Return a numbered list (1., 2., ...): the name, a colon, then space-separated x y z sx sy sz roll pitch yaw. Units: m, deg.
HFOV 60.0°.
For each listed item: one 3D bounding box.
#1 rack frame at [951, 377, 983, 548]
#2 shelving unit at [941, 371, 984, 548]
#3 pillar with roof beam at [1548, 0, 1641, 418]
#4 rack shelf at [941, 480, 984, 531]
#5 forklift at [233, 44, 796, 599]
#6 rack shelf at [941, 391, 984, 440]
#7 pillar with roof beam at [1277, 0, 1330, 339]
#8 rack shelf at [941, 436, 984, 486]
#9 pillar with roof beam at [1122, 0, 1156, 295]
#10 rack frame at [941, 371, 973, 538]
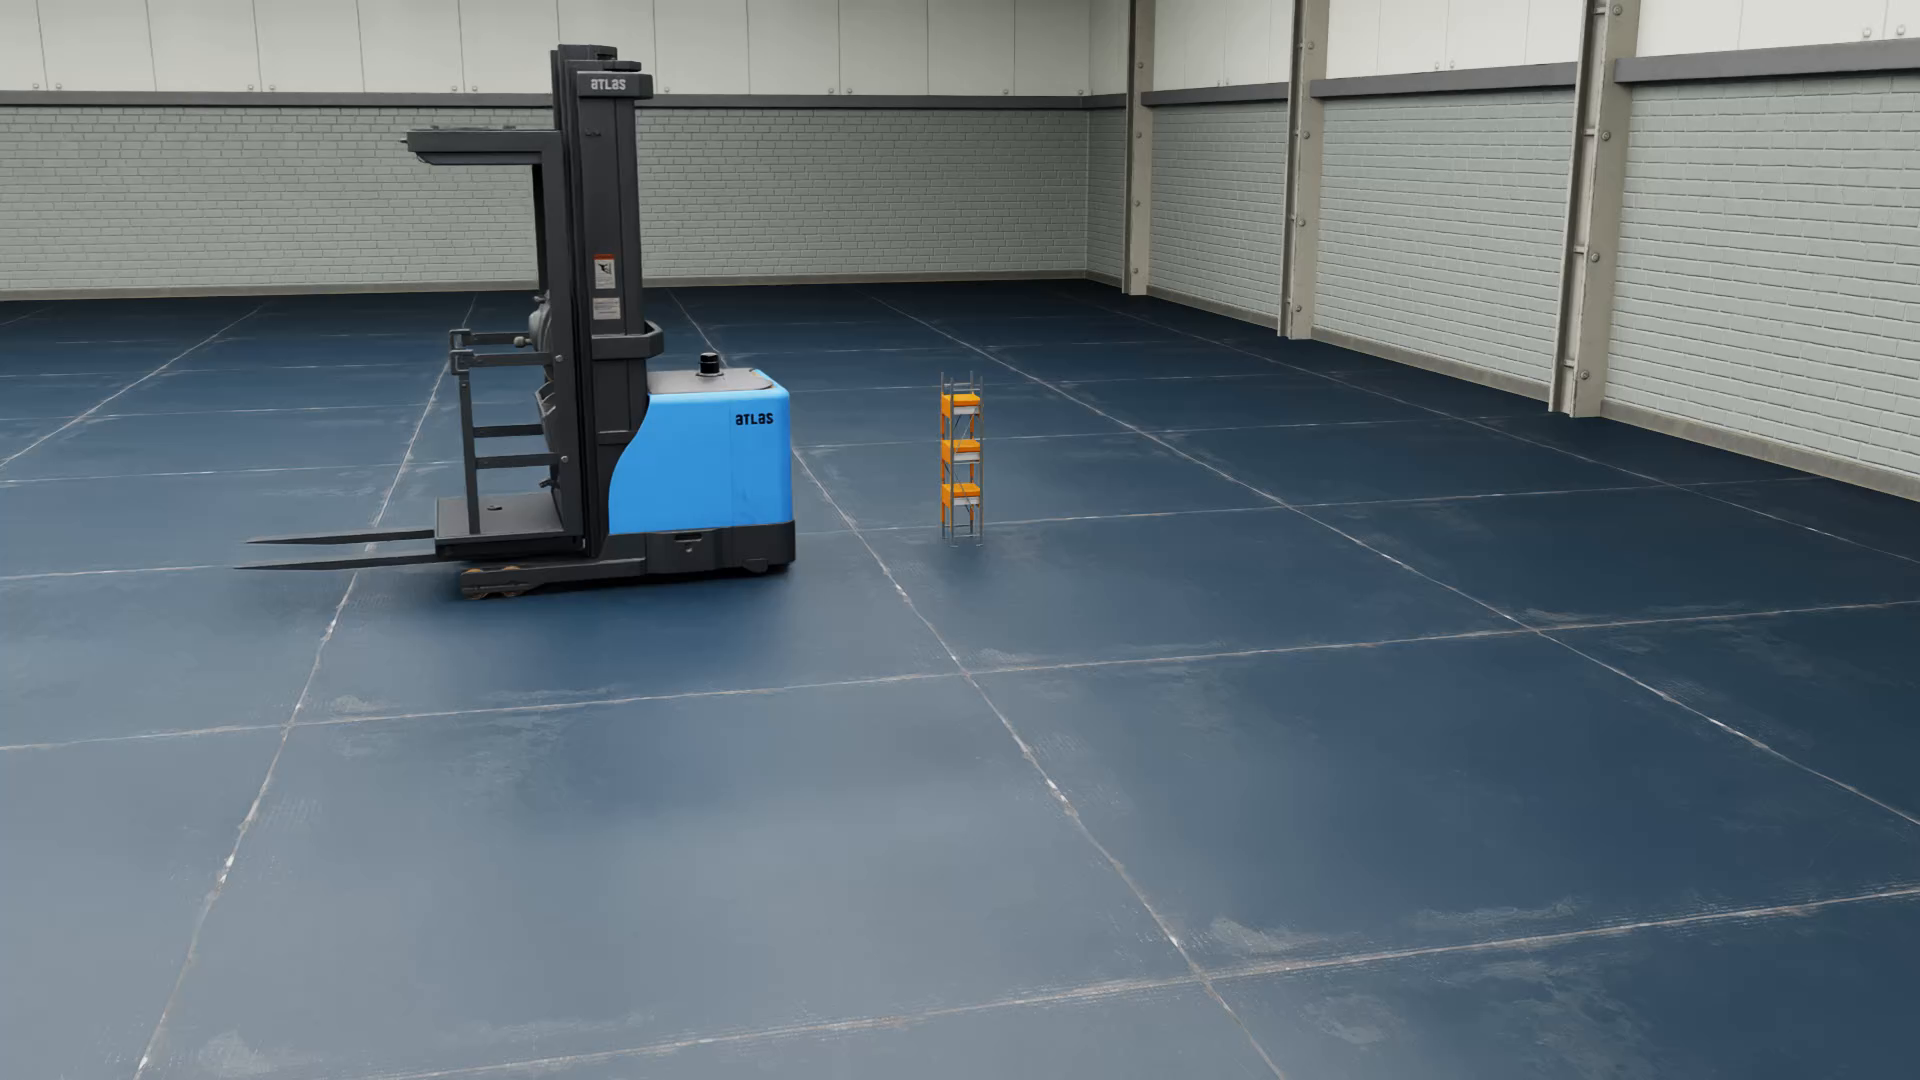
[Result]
1. rack frame: 0.041 -0.470 10.137 0.200 1.050 0.008 -3 14 -13
2. shelving unit: 0.013 -0.498 10.252 0.215 1.050 0.252 -3 14 -13
3. pillar with roof beam: 1.420 -5.285 13.098 9.100 9.000 0.400 -3 14 -13
4. rack shelf: 0.013 -0.217 10.320 0.215 0.259 0.240 -3 14 -13
5. forklift: -2.530 -1.239 9.322 3.031 2.935 1.130 -4 14 -16
6. rack shelf: 0.013 -0.763 10.187 0.215 0.259 0.240 -3 14 -13
7. pillar with roof beam: 0.011 -6.669 18.764 9.100 9.000 0.400 -3 14 -13
8. rack shelf: 0.013 -0.487 10.254 0.215 0.259 0.240 -3 14 -13
9. pillar with roof beam: -1.398 -8.053 24.429 9.100 9.000 0.400 -3 14 -13
10. rack frame: -0.016 -0.526 10.367 0.200 1.050 0.008 -3 14 -13
